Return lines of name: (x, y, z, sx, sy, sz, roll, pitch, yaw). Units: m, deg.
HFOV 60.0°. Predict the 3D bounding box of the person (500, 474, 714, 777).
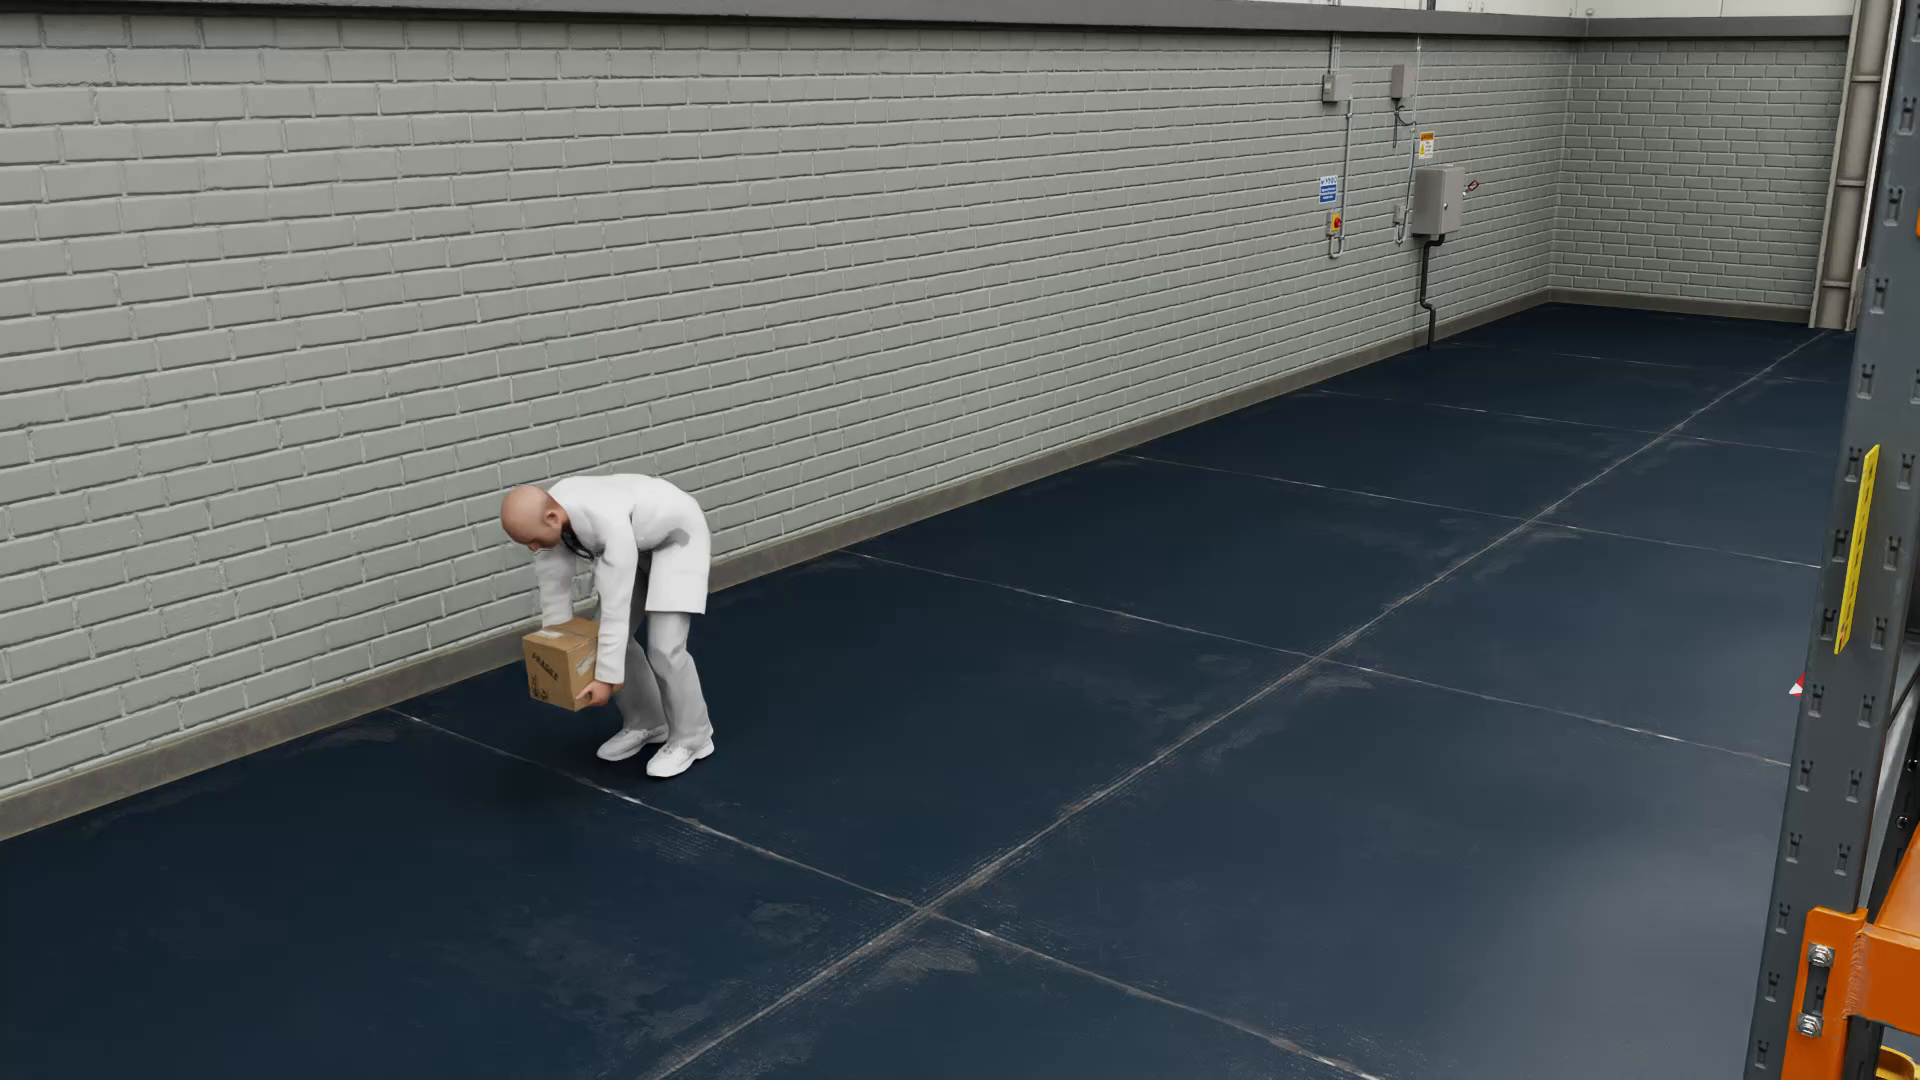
person: (-1.347, 0.343, 6.389, 0.560, 1.219, 0.929, 11, 20, 33)
